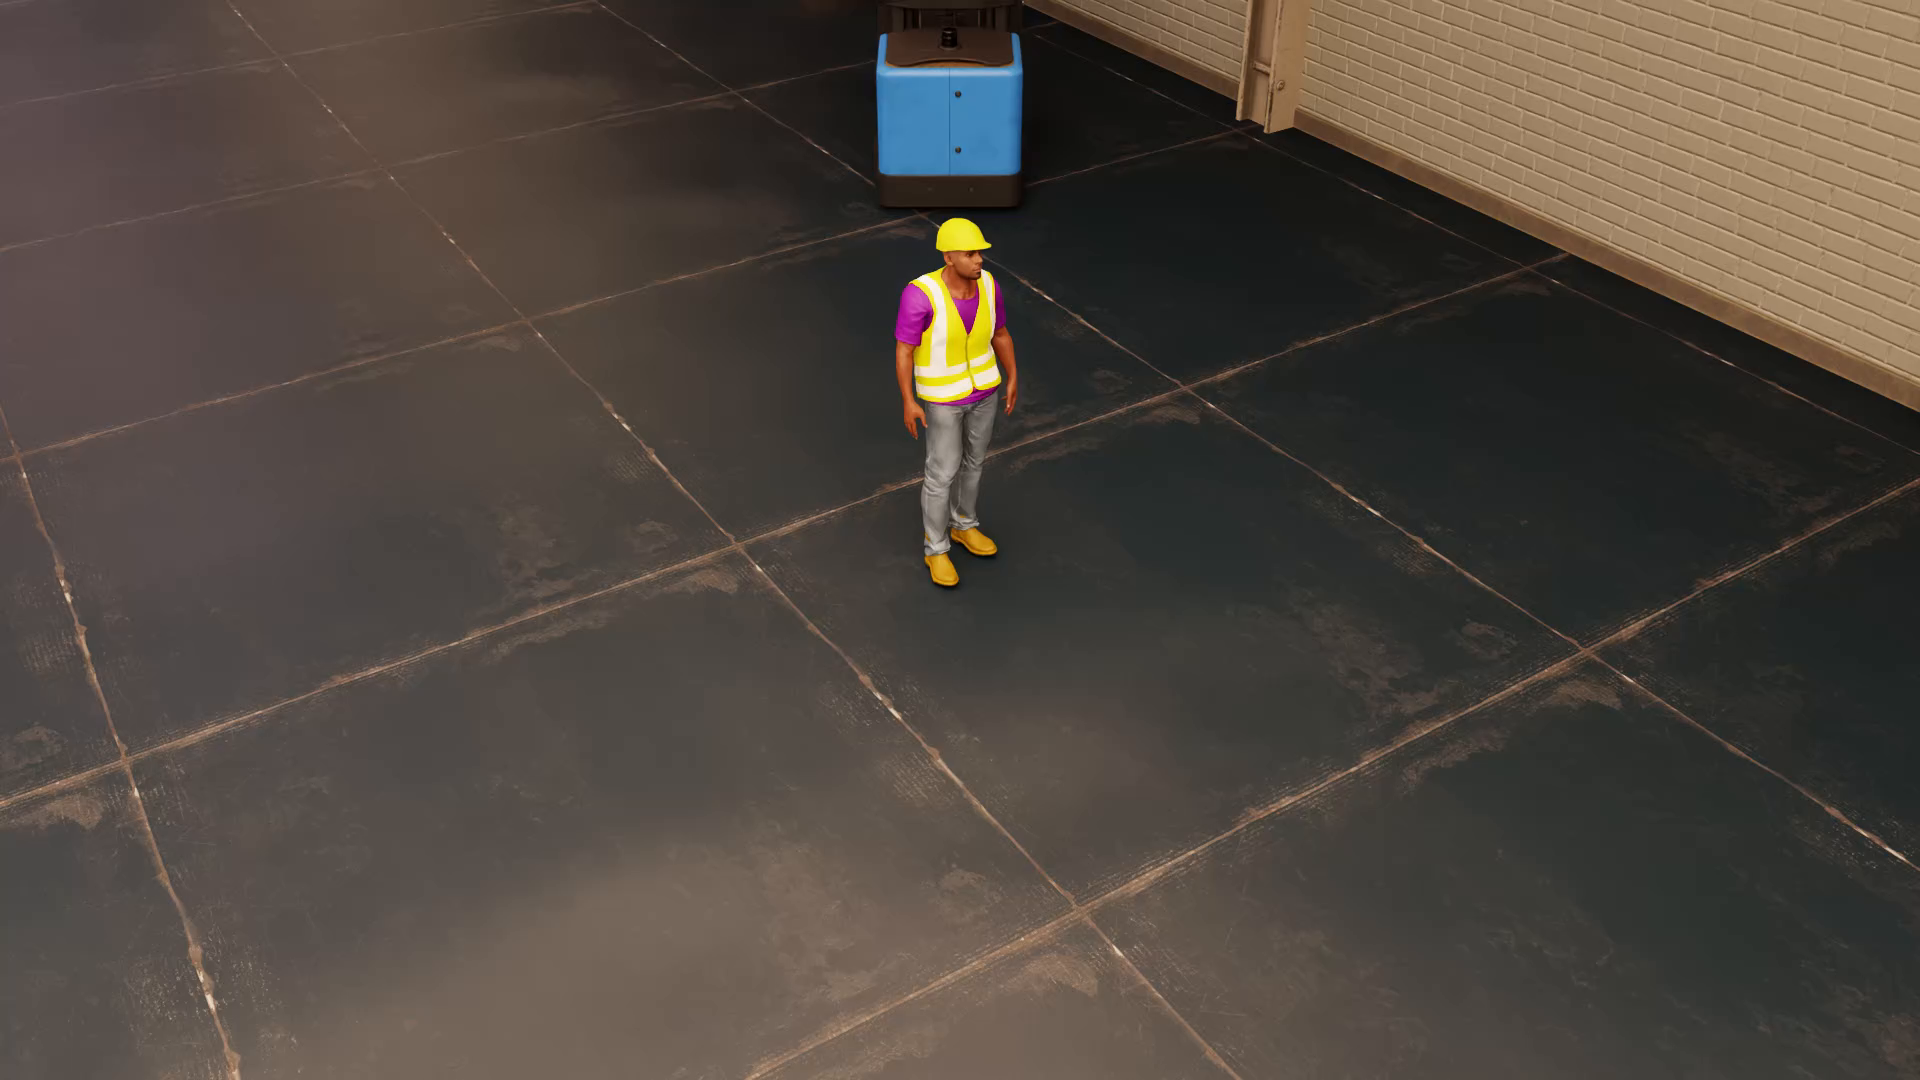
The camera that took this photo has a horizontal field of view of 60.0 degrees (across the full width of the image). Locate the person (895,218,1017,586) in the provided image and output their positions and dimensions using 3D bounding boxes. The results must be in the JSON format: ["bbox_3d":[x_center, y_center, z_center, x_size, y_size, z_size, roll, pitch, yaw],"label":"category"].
[{"bbox_3d":[0.033,-0.693,8.135,0.665,1.768,0.575,-21,40,-27],"label":"person"}]

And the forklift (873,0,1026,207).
[{"bbox_3d":[-0.081,-4.411,12.426,1.130,2.935,3.031,0,35,0],"label":"forklift"}]
